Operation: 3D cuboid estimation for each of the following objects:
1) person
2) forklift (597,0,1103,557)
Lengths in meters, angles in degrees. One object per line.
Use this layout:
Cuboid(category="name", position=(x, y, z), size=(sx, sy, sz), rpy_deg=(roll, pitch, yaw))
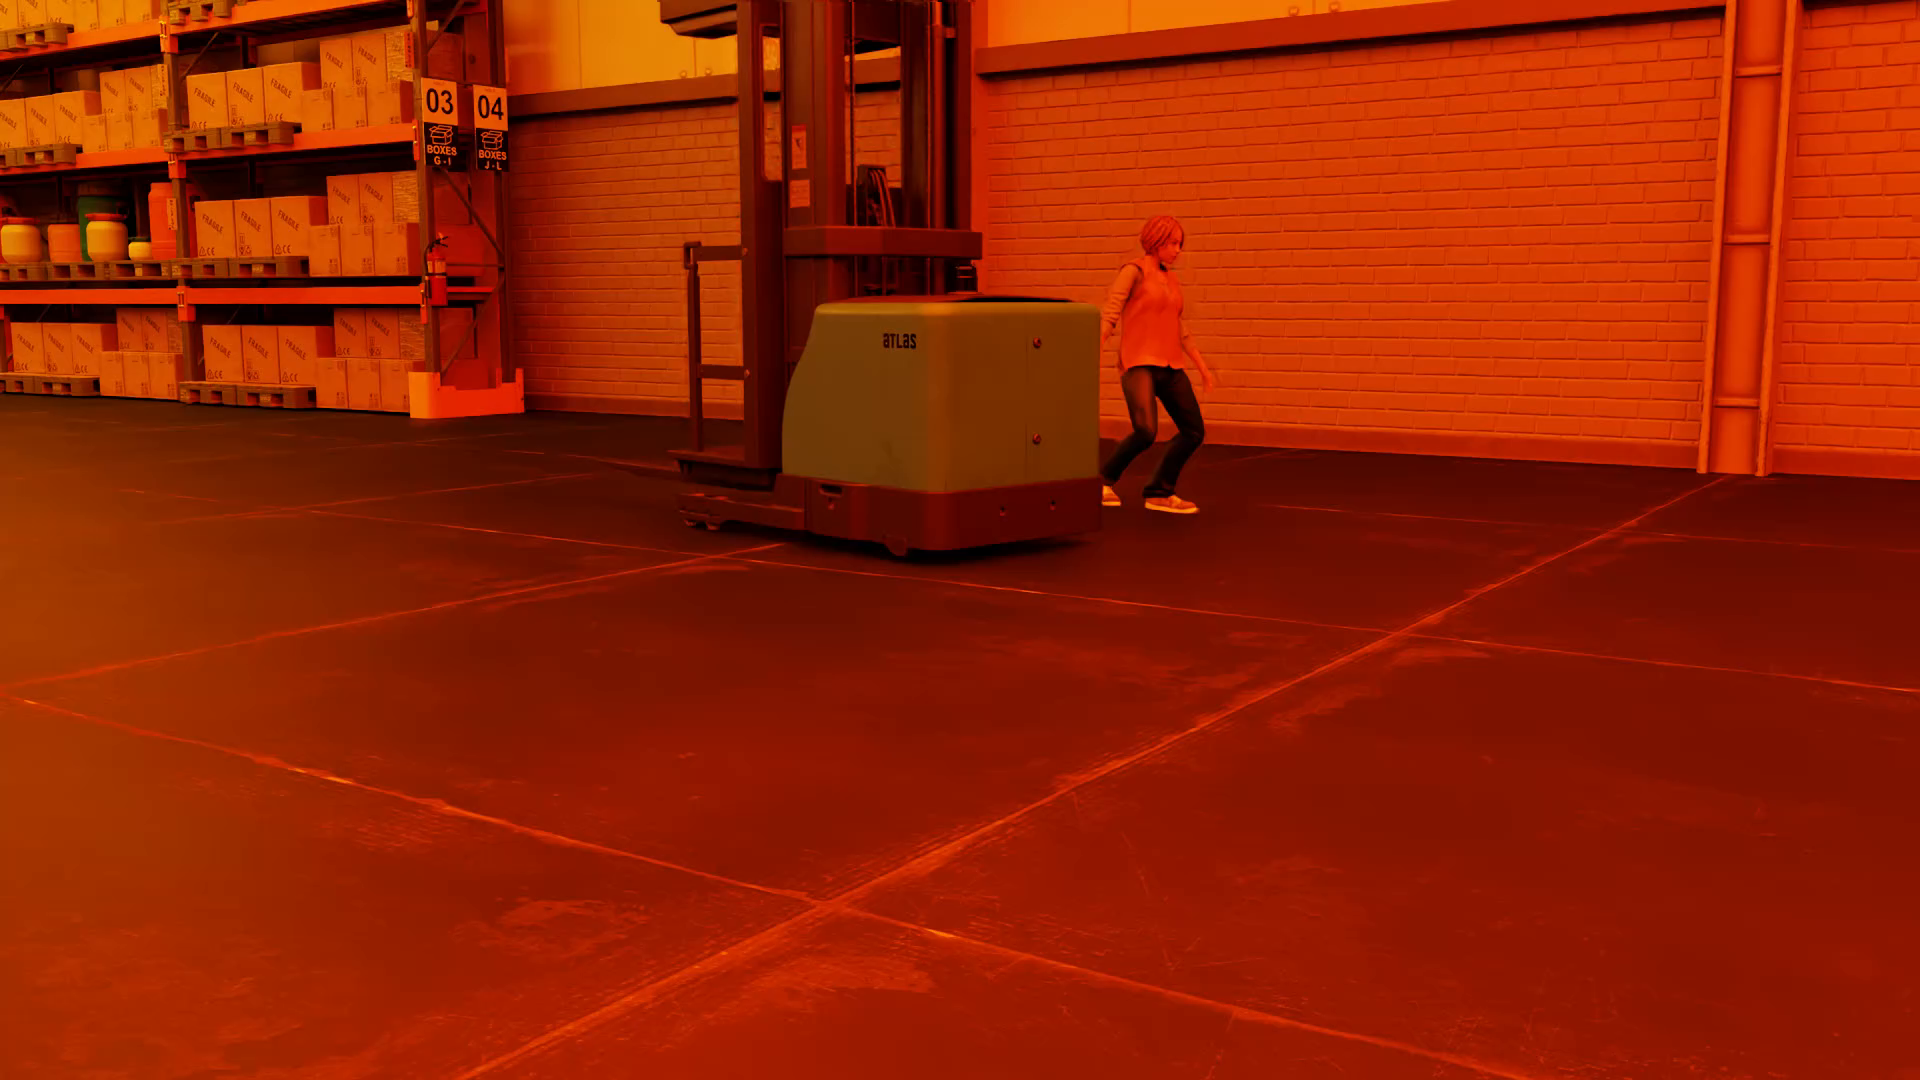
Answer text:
Cuboid(category="person", position=(0.948, -0.855, 8.309), size=(0.763, 1.514, 0.445), rpy_deg=(-6, 10, -38))
Cuboid(category="forklift", position=(-0.724, -1.537, 8.005), size=(1.130, 2.935, 3.031), rpy_deg=(-7, 11, -41))
